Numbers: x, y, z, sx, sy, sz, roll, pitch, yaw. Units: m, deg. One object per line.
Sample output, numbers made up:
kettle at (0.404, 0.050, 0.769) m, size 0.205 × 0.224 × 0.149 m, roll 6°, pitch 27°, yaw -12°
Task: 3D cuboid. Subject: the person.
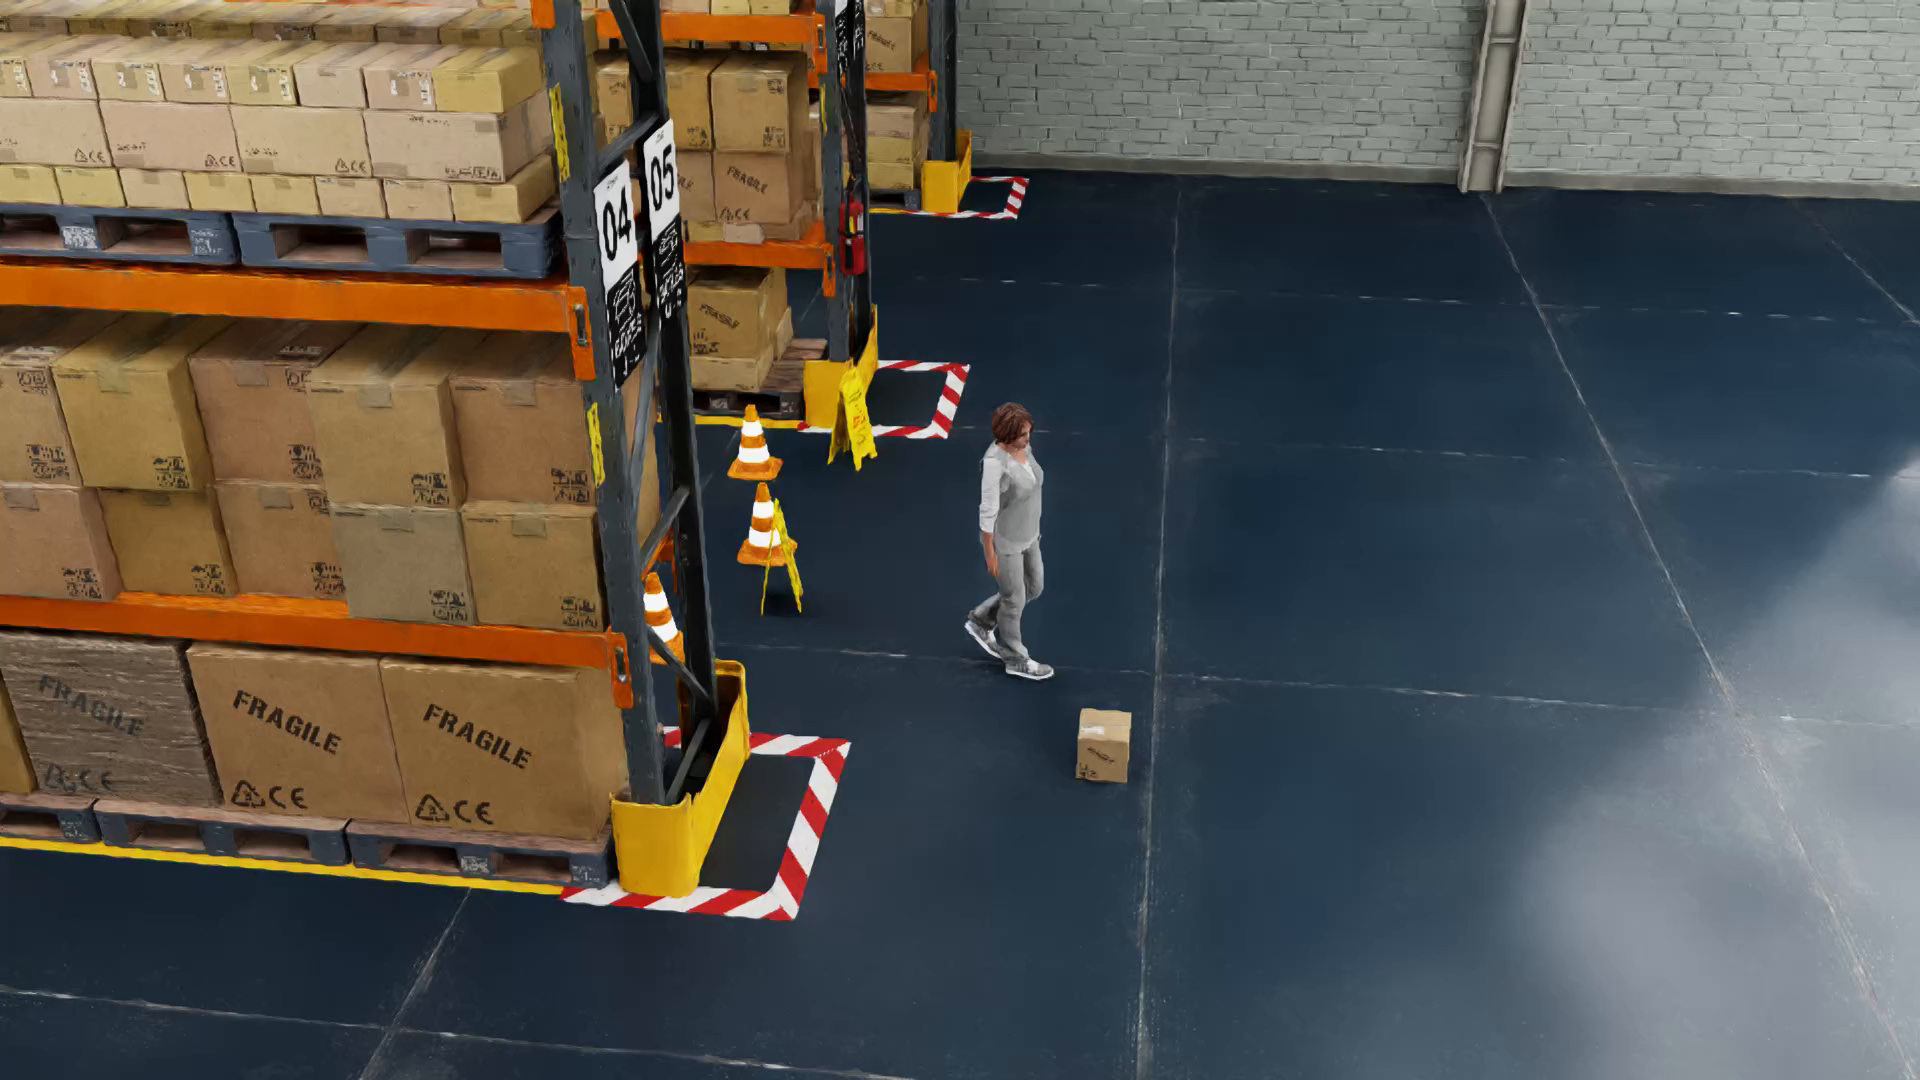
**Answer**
person at (0.247, 0.007, 8.618) m, size 0.538 × 1.578 × 0.435 m, roll 11°, pitch 31°, yaw 20°
